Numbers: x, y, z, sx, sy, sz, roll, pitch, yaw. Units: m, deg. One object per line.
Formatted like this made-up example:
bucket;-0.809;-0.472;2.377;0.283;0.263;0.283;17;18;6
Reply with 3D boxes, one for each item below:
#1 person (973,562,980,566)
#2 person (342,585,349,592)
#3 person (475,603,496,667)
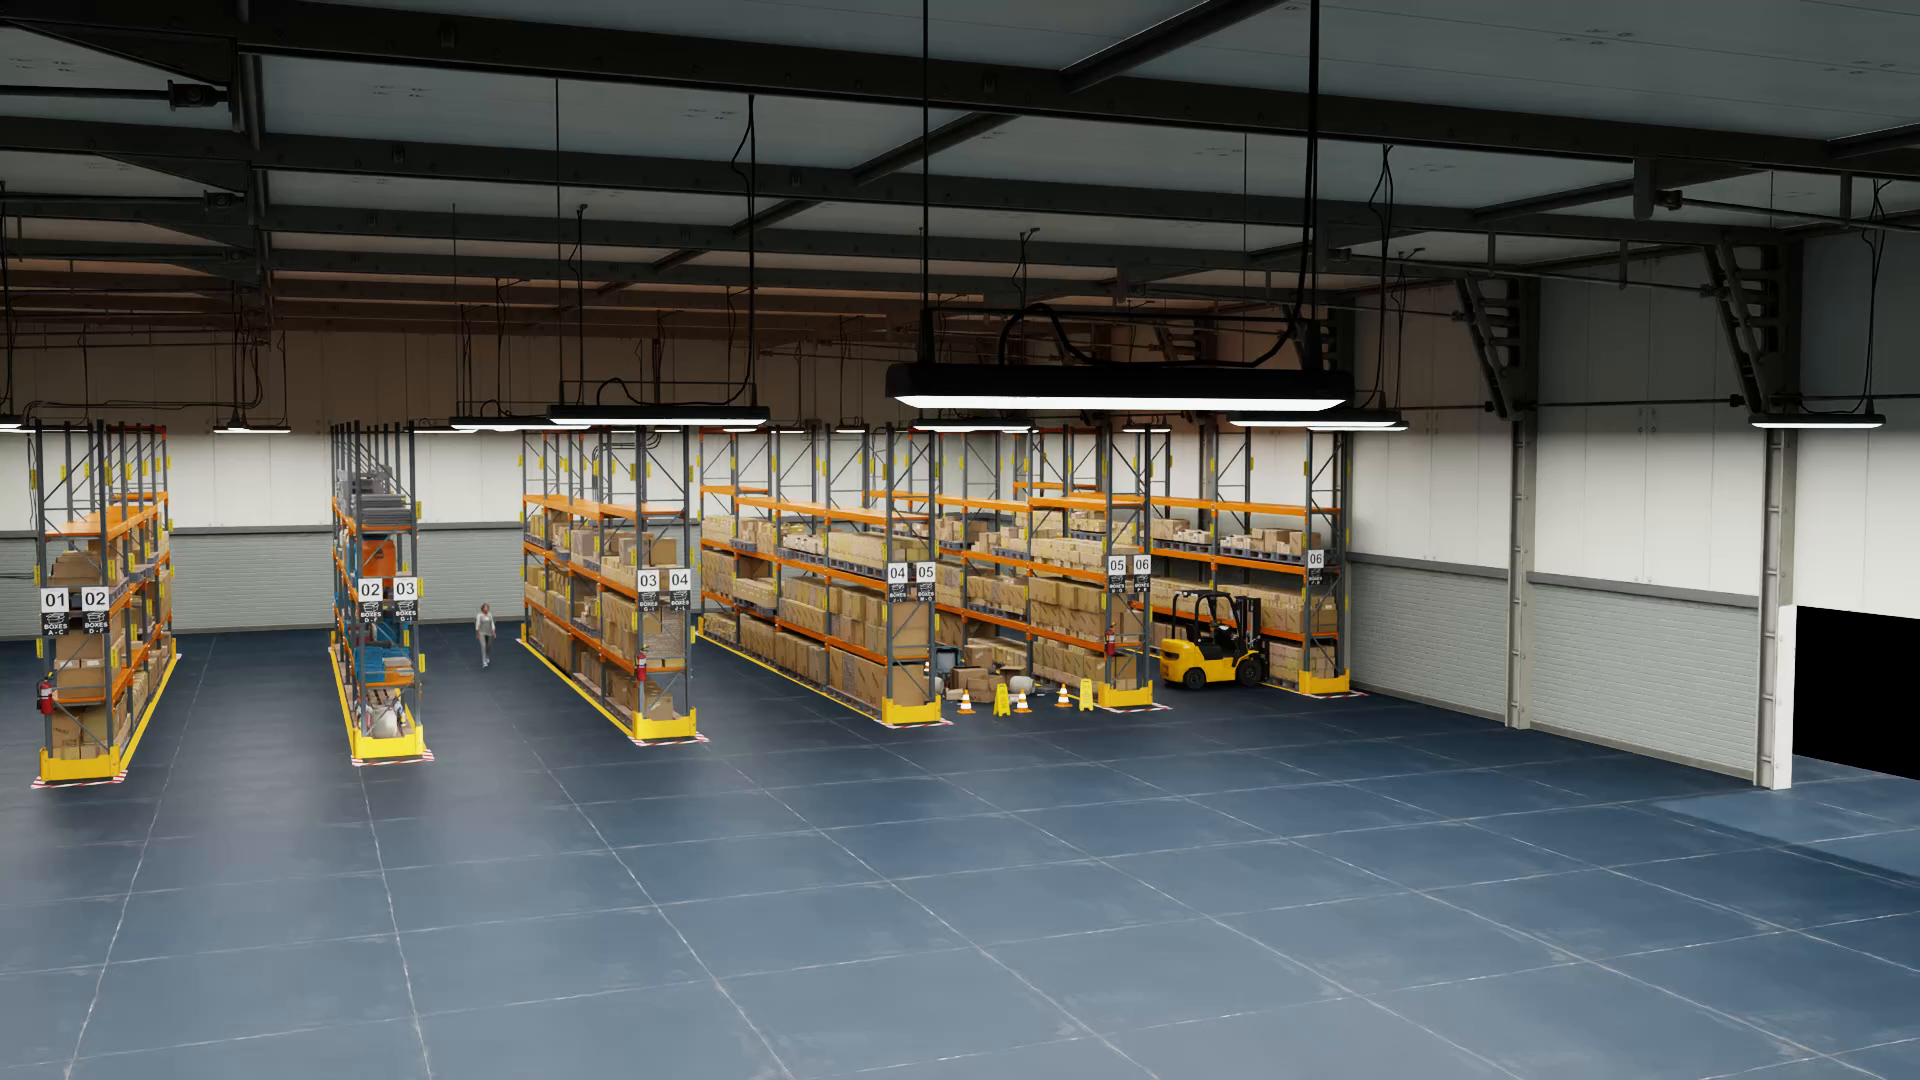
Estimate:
person;0.560;1.538;53.381;0.672;1.663;0.453;-2;4;-25
person;-17.472;1.886;47.635;0.551;1.706;1.164;0;4;-5
person;-11.805;2.343;41.364;0.465;1.539;0.972;-2;4;-24
